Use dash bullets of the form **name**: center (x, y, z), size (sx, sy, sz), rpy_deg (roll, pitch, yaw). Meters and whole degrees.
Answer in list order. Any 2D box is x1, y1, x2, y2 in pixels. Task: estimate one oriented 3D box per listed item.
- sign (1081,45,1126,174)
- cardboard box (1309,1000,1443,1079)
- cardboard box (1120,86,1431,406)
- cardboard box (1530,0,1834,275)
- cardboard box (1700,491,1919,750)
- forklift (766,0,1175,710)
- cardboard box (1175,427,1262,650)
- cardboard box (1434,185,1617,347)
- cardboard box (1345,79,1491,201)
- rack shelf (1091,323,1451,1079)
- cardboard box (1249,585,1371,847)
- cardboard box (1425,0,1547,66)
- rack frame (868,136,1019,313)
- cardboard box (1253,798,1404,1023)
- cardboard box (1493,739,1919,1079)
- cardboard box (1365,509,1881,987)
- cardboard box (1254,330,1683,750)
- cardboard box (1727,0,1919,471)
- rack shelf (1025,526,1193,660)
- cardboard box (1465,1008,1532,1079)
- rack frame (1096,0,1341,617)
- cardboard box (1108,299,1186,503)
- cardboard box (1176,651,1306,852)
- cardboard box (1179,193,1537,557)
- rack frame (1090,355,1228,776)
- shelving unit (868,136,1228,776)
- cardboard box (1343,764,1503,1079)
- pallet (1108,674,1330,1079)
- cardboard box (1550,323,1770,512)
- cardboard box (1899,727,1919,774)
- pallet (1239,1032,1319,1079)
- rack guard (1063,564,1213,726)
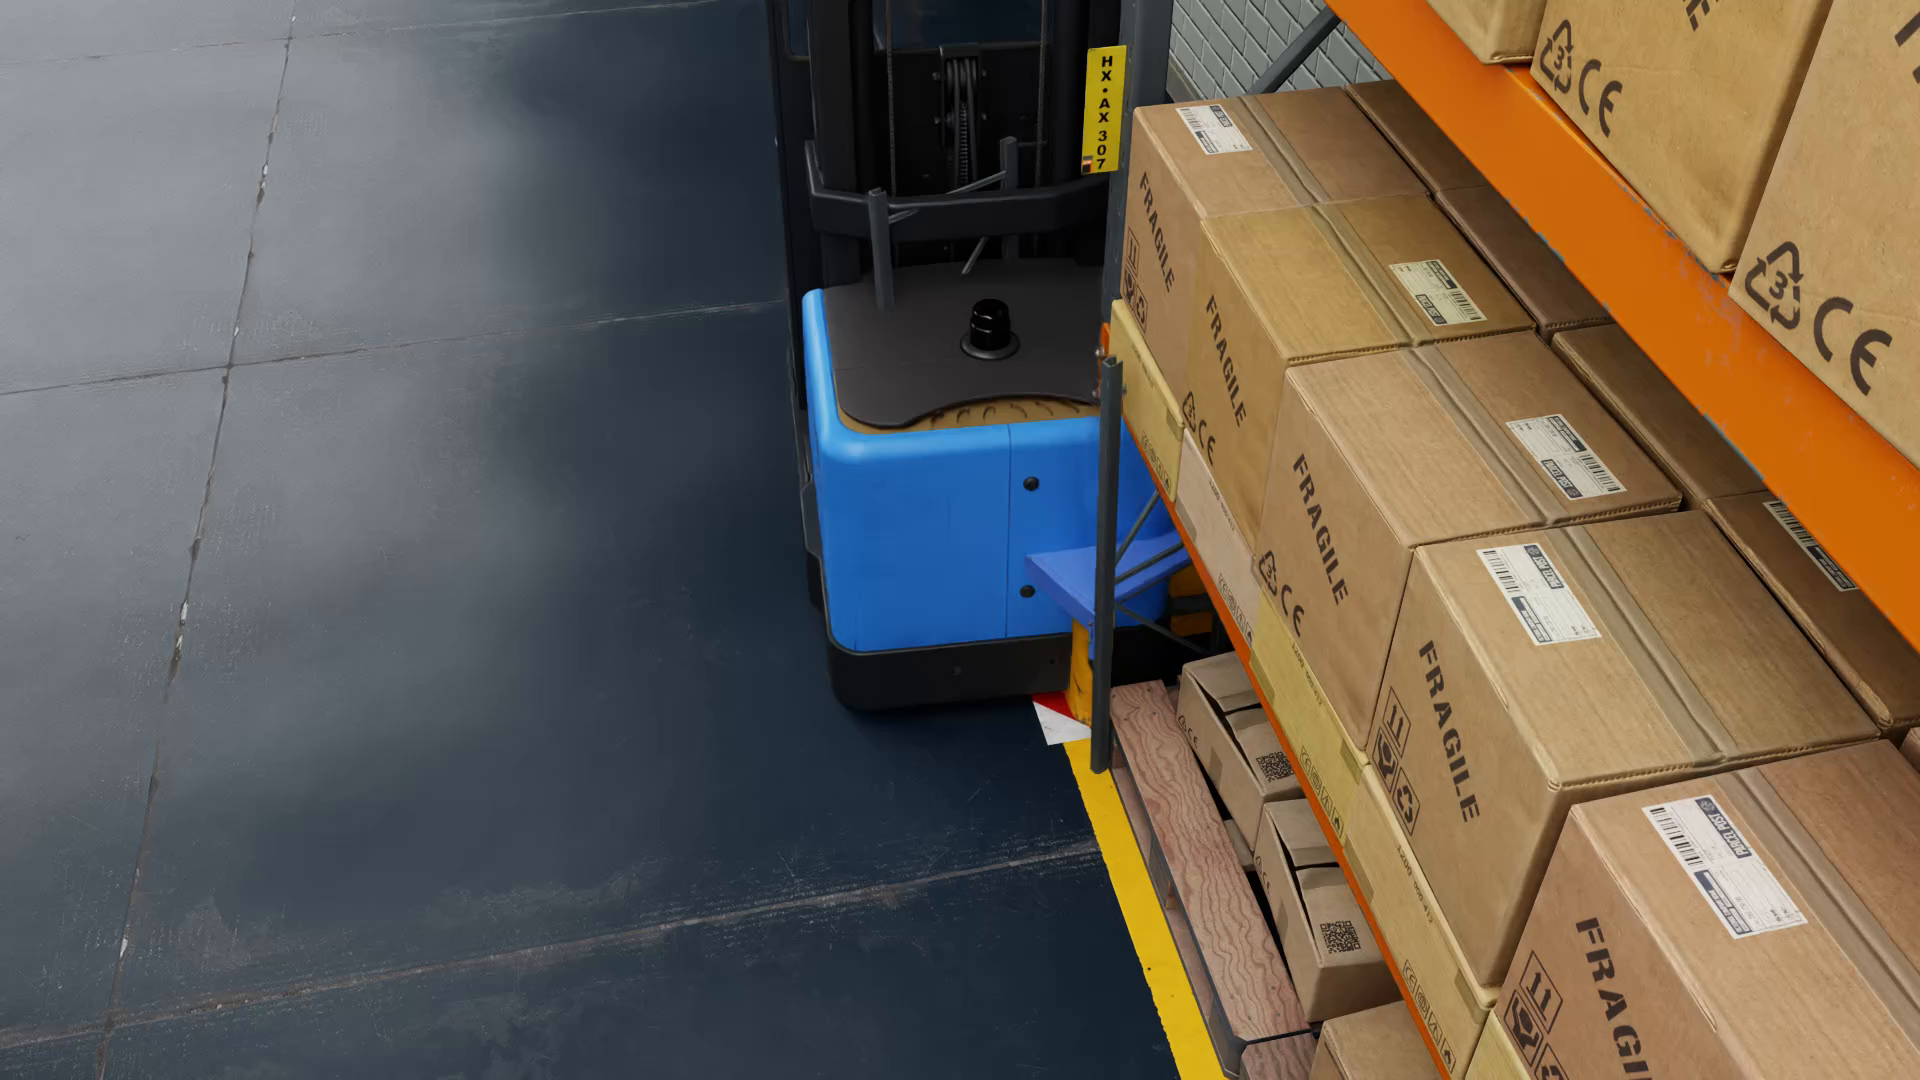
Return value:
- **sign**: center (0.348, -1.032, 4.001), size (0.100, 0.325, 0.005), rpy_deg (-8, 42, -9)
- **cardboard box**: center (1.172, 1.298, 3.580), size (0.700, 0.500, 0.500), rpy_deg (-11, 43, -12)
- **cardboard box**: center (0.687, -0.665, 3.773), size (0.500, 0.500, 0.500), rpy_deg (-8, 42, -9)
- **cardboard box**: center (1.039, -0.666, 1.891), size (0.500, 0.500, 0.500), rpy_deg (-6, 42, -7)
- **cardboard box**: center (1.511, 0.246, 2.746), size (0.500, 0.500, 0.500), rpy_deg (-8, 42, -9)
- **forklift**: center (-0.065, -1.558, 5.298), size (1.130, 2.935, 3.031), rpy_deg (-5, 42, -6)
- **cardboard box**: center (0.799, -0.041, 3.634), size (0.500, 0.250, 0.500), rpy_deg (-10, 42, -11)
- **cardboard box**: center (1.286, -0.415, 3.491), size (0.500, 0.500, 0.500), rpy_deg (-8, 42, -9)
- **cardboard box**: center (1.187, -0.743, 3.860), size (0.500, 0.500, 0.500), rpy_deg (-9, 42, -10)
- **rack shelf**: center (1.310, 0.780, 3.154), size (1.077, 0.370, 4.000), rpy_deg (-8, 42, -9)
- **cardboard box**: center (0.903, 0.290, 3.262), size (0.500, 0.250, 0.500), rpy_deg (-9, 42, -10)
- **cardboard box**: center (0.903, -1.011, 2.279), size (0.500, 0.500, 0.500), rpy_deg (-7, 42, -7)
- **rack frame**: center (-0.019, -0.501, 5.198), size (0.500, 1.500, 0.032), rpy_deg (-27, 47, -25)
- **cardboard box**: center (1.062, 0.886, 4.186), size (0.500, 0.311, 0.500), rpy_deg (-5, 42, -6)
- **cardboard box**: center (1.126, 0.662, 2.277), size (0.500, 0.500, 0.500), rpy_deg (-9, 42, -11)
- **cardboard box**: center (1.013, 0.325, 2.657), size (0.500, 0.500, 0.500), rpy_deg (-7, 42, -8)
- **cardboard box**: center (0.890, -0.008, 3.032), size (0.500, 0.500, 0.500), rpy_deg (-10, 42, -11)
- **cardboard box**: center (1.138, -0.335, 1.518), size (0.500, 0.500, 0.500), rpy_deg (-10, 43, -11)
- **rack shelf**: center (0.284, -0.099, 5.005), size (0.538, 0.185, 1.000), rpy_deg (-27, 47, -25)
- **cardboard box**: center (1.120, 0.944, 2.525), size (0.500, 0.250, 0.500), rpy_deg (-9, 42, -10)
- **rack frame**: center (0.878, -0.786, 4.376), size (1.000, 3.000, 0.127), rpy_deg (-8, 42, -9)
- **cardboard box**: center (0.673, -0.375, 4.011), size (0.500, 0.250, 0.500), rpy_deg (-9, 42, -11)
- **cardboard box**: center (0.939, 0.517, 4.603), size (0.500, 0.311, 0.500), rpy_deg (-13, 43, -14)
- **cardboard box**: center (0.784, -0.343, 3.410), size (0.500, 0.500, 0.500), rpy_deg (-8, 42, -9)
- **rack frame**: center (0.575, 0.036, 4.572), size (0.500, 1.500, 0.032), rpy_deg (-27, 47, -25)
- **shelving unit**: center (0.278, -0.233, 4.885), size (0.538, 1.500, 1.048), rpy_deg (-27, 47, -25)
- **cardboard box**: center (1.010, 0.618, 2.892), size (0.500, 0.250, 0.500), rpy_deg (-8, 42, -9)
- **pallet**: center (1.035, 0.838, 4.647), size (1.003, 0.211, 1.213), rpy_deg (-8, 42, -9)
- **cardboard box**: center (1.402, -0.080, 3.114), size (0.500, 0.500, 0.500), rpy_deg (-9, 42, -10)
- **cardboard box**: center (1.634, 0.581, 2.369), size (0.500, 0.500, 0.500), rpy_deg (-7, 42, -8)
- **pallet**: center (1.295, 1.627, 3.758), size (1.003, 0.211, 1.213), rpy_deg (-8, 42, -9)
- **rack guard**: center (0.894, 0.198, 5.150), size (1.175, 0.500, 0.348), rpy_deg (-8, 42, -9)
